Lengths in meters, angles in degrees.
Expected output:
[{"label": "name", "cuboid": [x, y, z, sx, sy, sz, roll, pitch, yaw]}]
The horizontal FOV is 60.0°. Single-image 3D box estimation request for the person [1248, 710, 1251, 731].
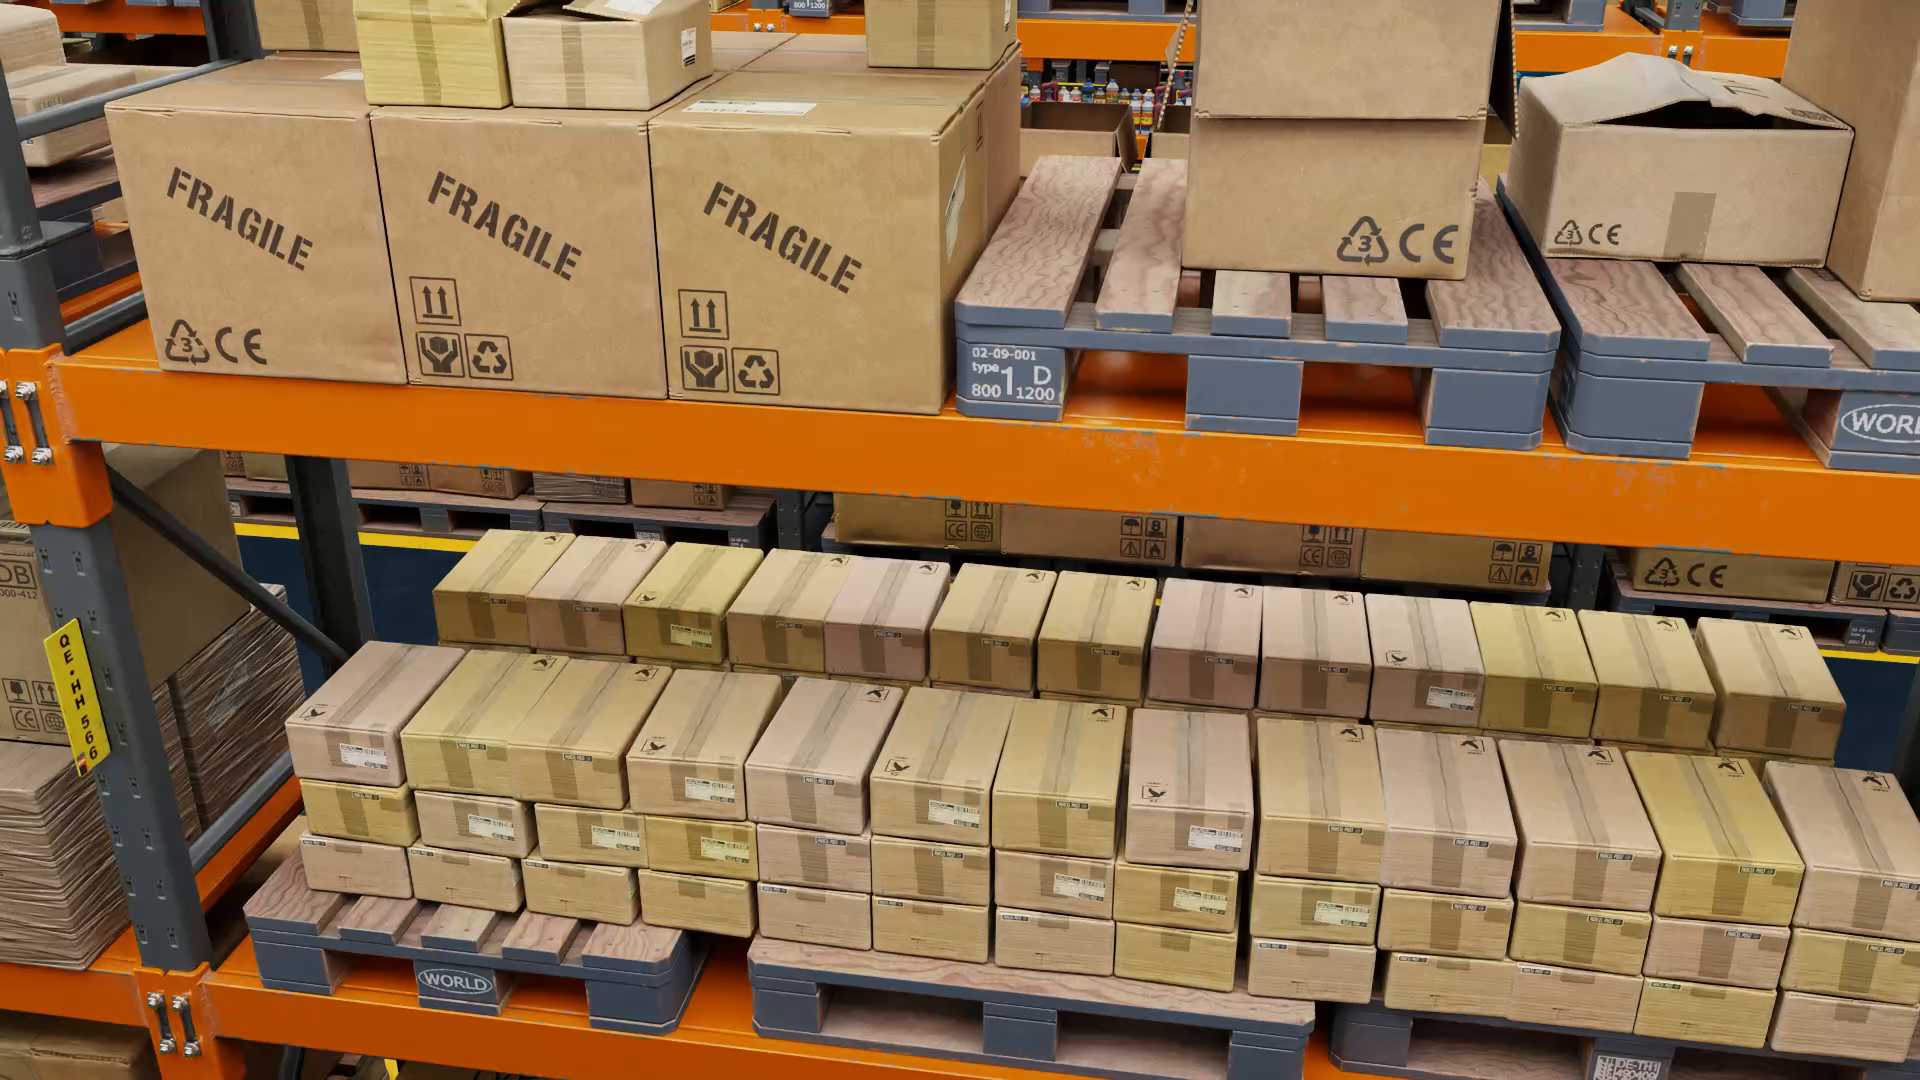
[{"label": "person", "cuboid": [1.173, 0.760, 6.628, 0.851, 0.786, 0.457, 4, 25, 8]}]
